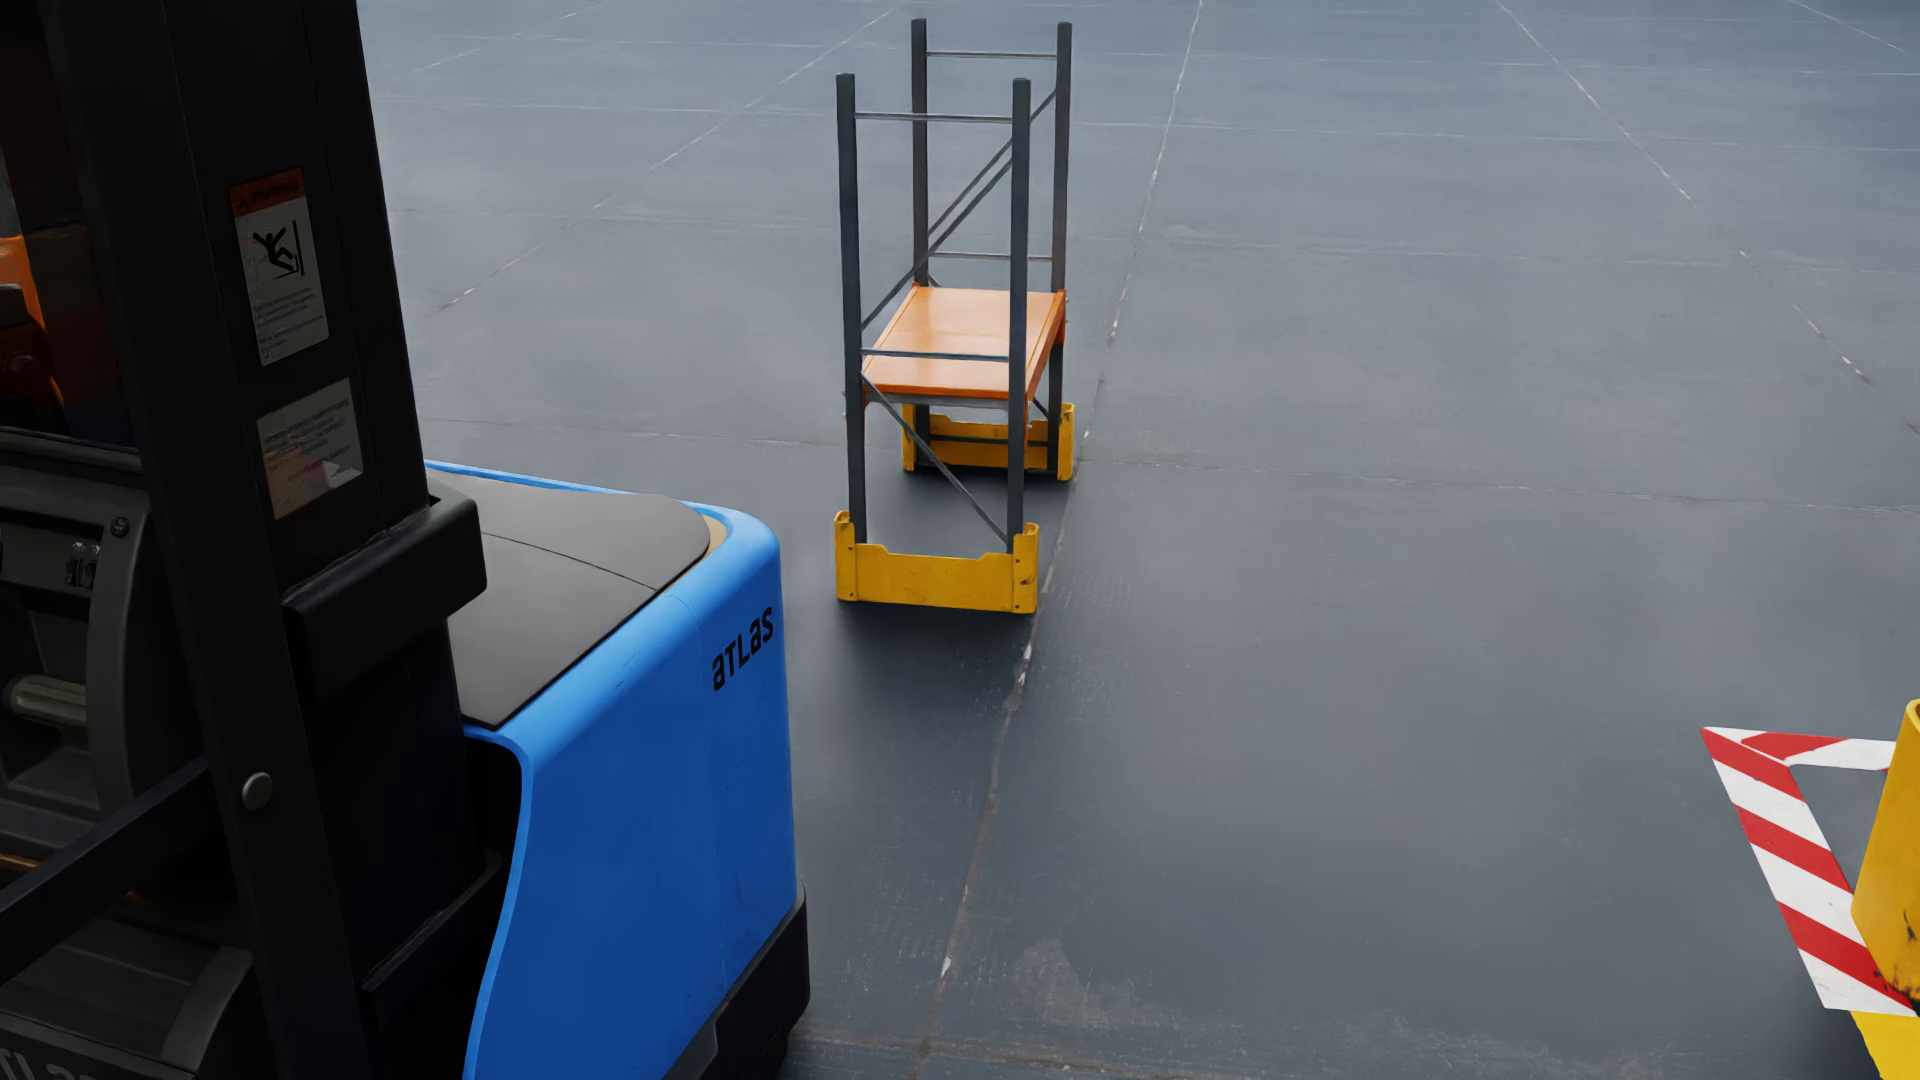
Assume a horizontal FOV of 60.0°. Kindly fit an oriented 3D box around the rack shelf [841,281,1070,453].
[{"bbox_3d":[0.014,-0.552,5.085,0.538,0.185,1.000,4,25,9],"label":"rack shelf"}]

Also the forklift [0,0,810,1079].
[{"bbox_3d":[-1.285,0.112,1.553,1.130,2.935,3.031,9,27,19],"label":"forklift"}]

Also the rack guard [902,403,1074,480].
[{"bbox_3d":[0.094,-0.353,5.710,0.587,0.250,0.087,4,25,9],"label":"rack guard"}]

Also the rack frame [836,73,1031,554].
[{"bbox_3d":[-0.069,-0.502,4.554,0.500,1.500,0.032,4,25,9],"label":"rack frame"}]

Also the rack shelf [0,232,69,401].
[{"bbox_3d":[-2.787,0.309,1.900,1.077,0.370,4.000,4,25,9],"label":"rack shelf"}]

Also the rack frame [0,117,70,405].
[{"bbox_3d":[-2.460,-0.853,3.535,1.000,3.000,0.127,4,25,9],"label":"rack frame"}]

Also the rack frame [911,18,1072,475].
[{"bbox_3d":[0.097,-0.928,5.462,0.500,1.500,0.032,4,25,9],"label":"rack frame"}]

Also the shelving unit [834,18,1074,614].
[{"bbox_3d":[0.012,-0.711,5.000,0.587,1.500,1.083,4,25,9],"label":"shelving unit"}]

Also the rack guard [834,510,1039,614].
[{"bbox_3d":[-0.069,0.063,4.820,0.587,0.250,0.087,4,25,9],"label":"rack guard"}]

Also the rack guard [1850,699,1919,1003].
[{"bbox_3d":[2.460,0.657,3.257,1.175,0.500,0.348,4,25,9],"label":"rack guard"}]
